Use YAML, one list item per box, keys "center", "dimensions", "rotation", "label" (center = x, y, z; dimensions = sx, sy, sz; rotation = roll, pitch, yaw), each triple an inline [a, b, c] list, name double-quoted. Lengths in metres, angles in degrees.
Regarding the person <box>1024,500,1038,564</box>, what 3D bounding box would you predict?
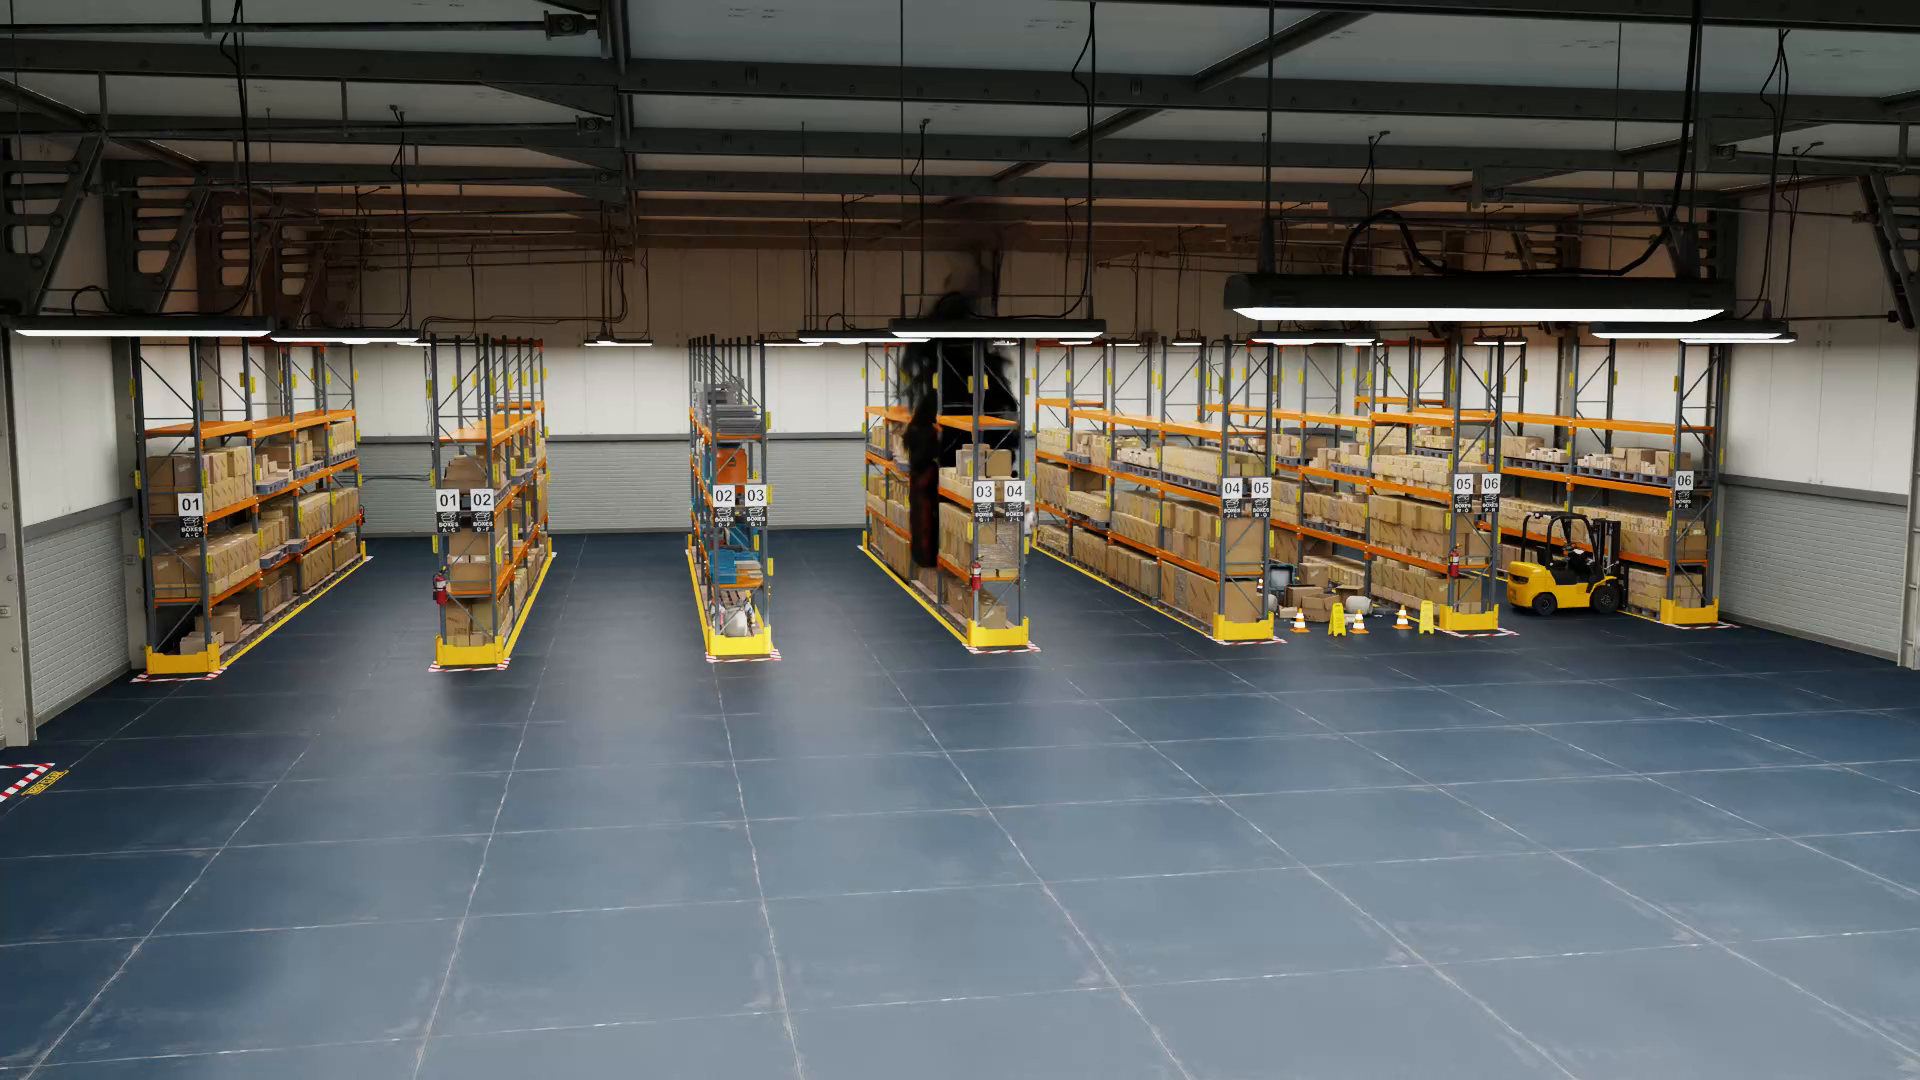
- center: [1.737, -0.187, 43.994]
  dimensions: [0.624, 1.773, 0.775]
  rotation: [-1, 7, -10]
  label: "person"
